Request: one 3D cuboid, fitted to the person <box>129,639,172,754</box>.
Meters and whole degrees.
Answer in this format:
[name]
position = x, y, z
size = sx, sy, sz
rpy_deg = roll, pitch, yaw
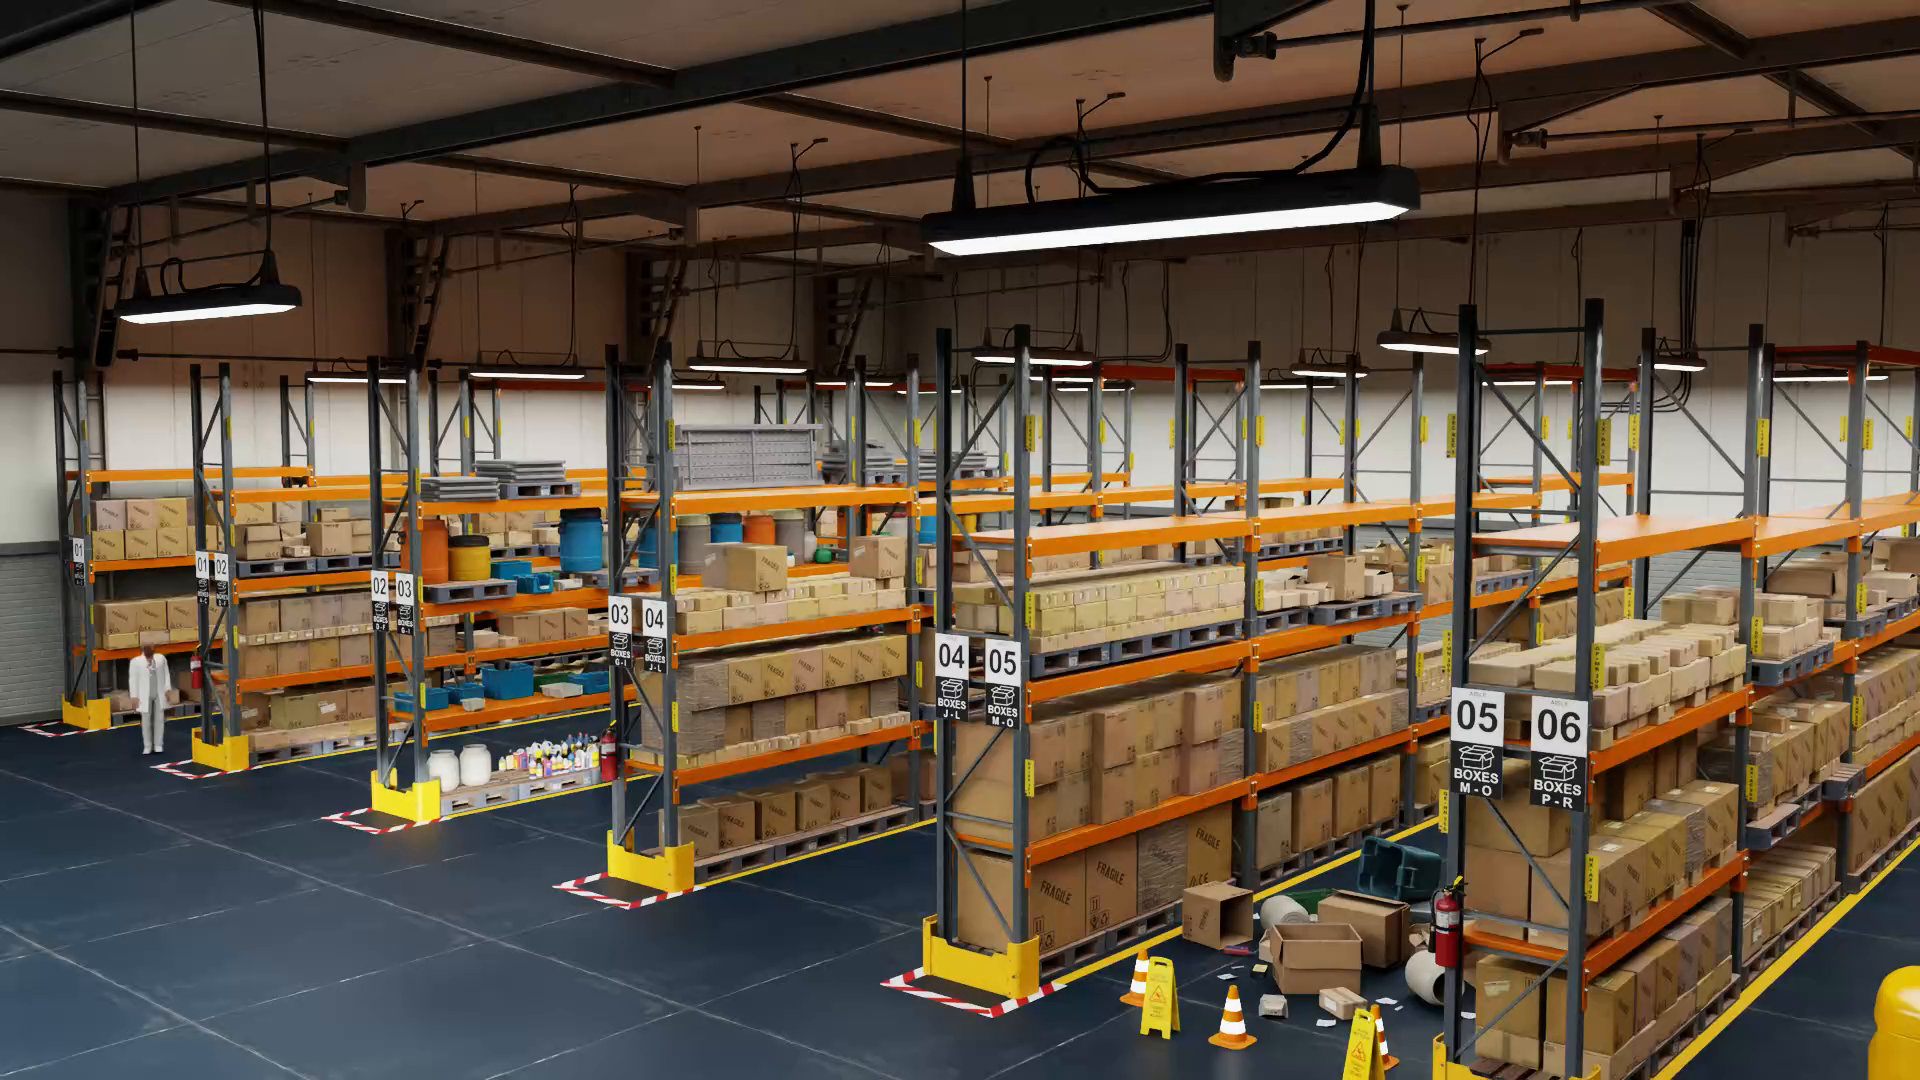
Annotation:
[person]
position = -12.539, 2.415, 25.761
size = 0.594, 1.784, 0.389
rpy_deg = -3, 5, -40
